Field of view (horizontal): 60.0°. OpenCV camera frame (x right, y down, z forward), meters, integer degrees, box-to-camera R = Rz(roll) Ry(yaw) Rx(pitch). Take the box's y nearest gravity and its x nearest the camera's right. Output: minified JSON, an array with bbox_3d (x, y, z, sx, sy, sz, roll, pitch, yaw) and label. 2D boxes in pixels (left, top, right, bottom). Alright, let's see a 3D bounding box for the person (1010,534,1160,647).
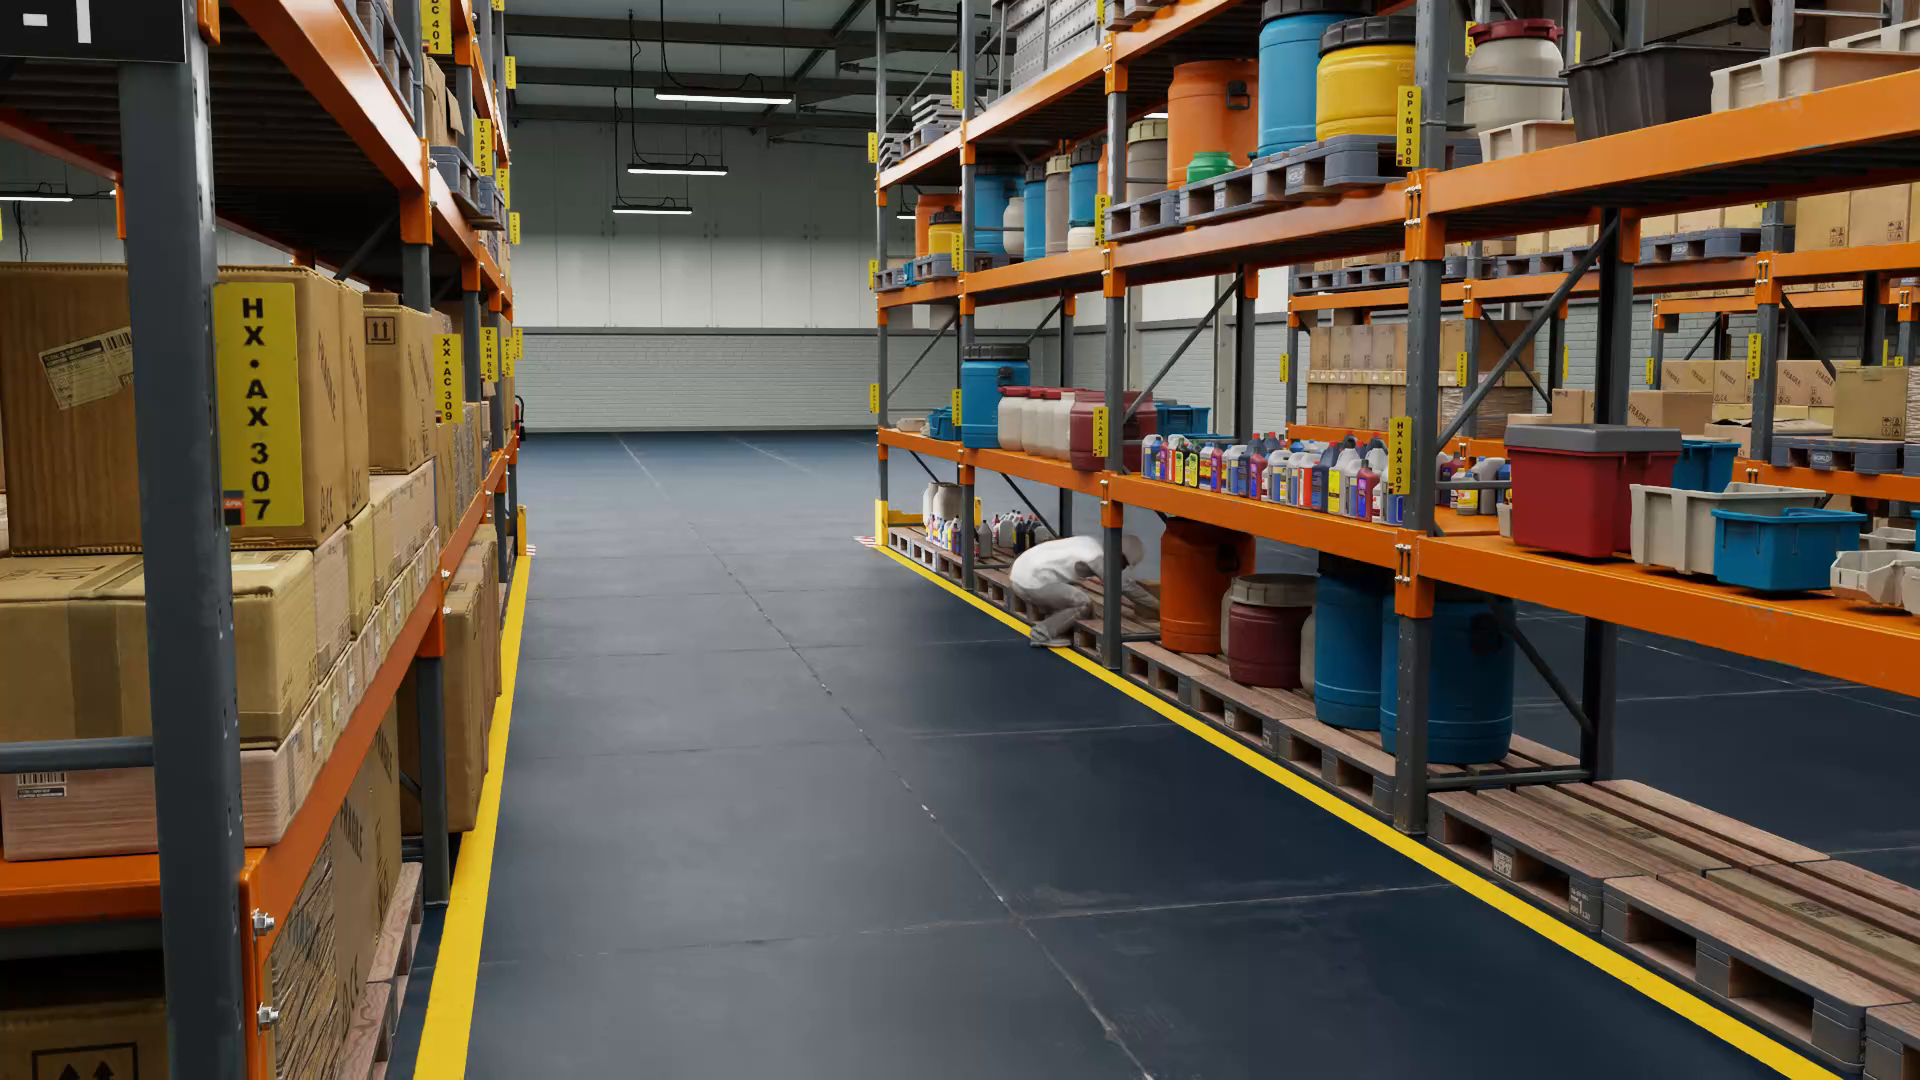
[{"bbox_3d":[0.958,0.363,12.030,1.200,0.806,0.495,0,6,2],"label":"person"}]
